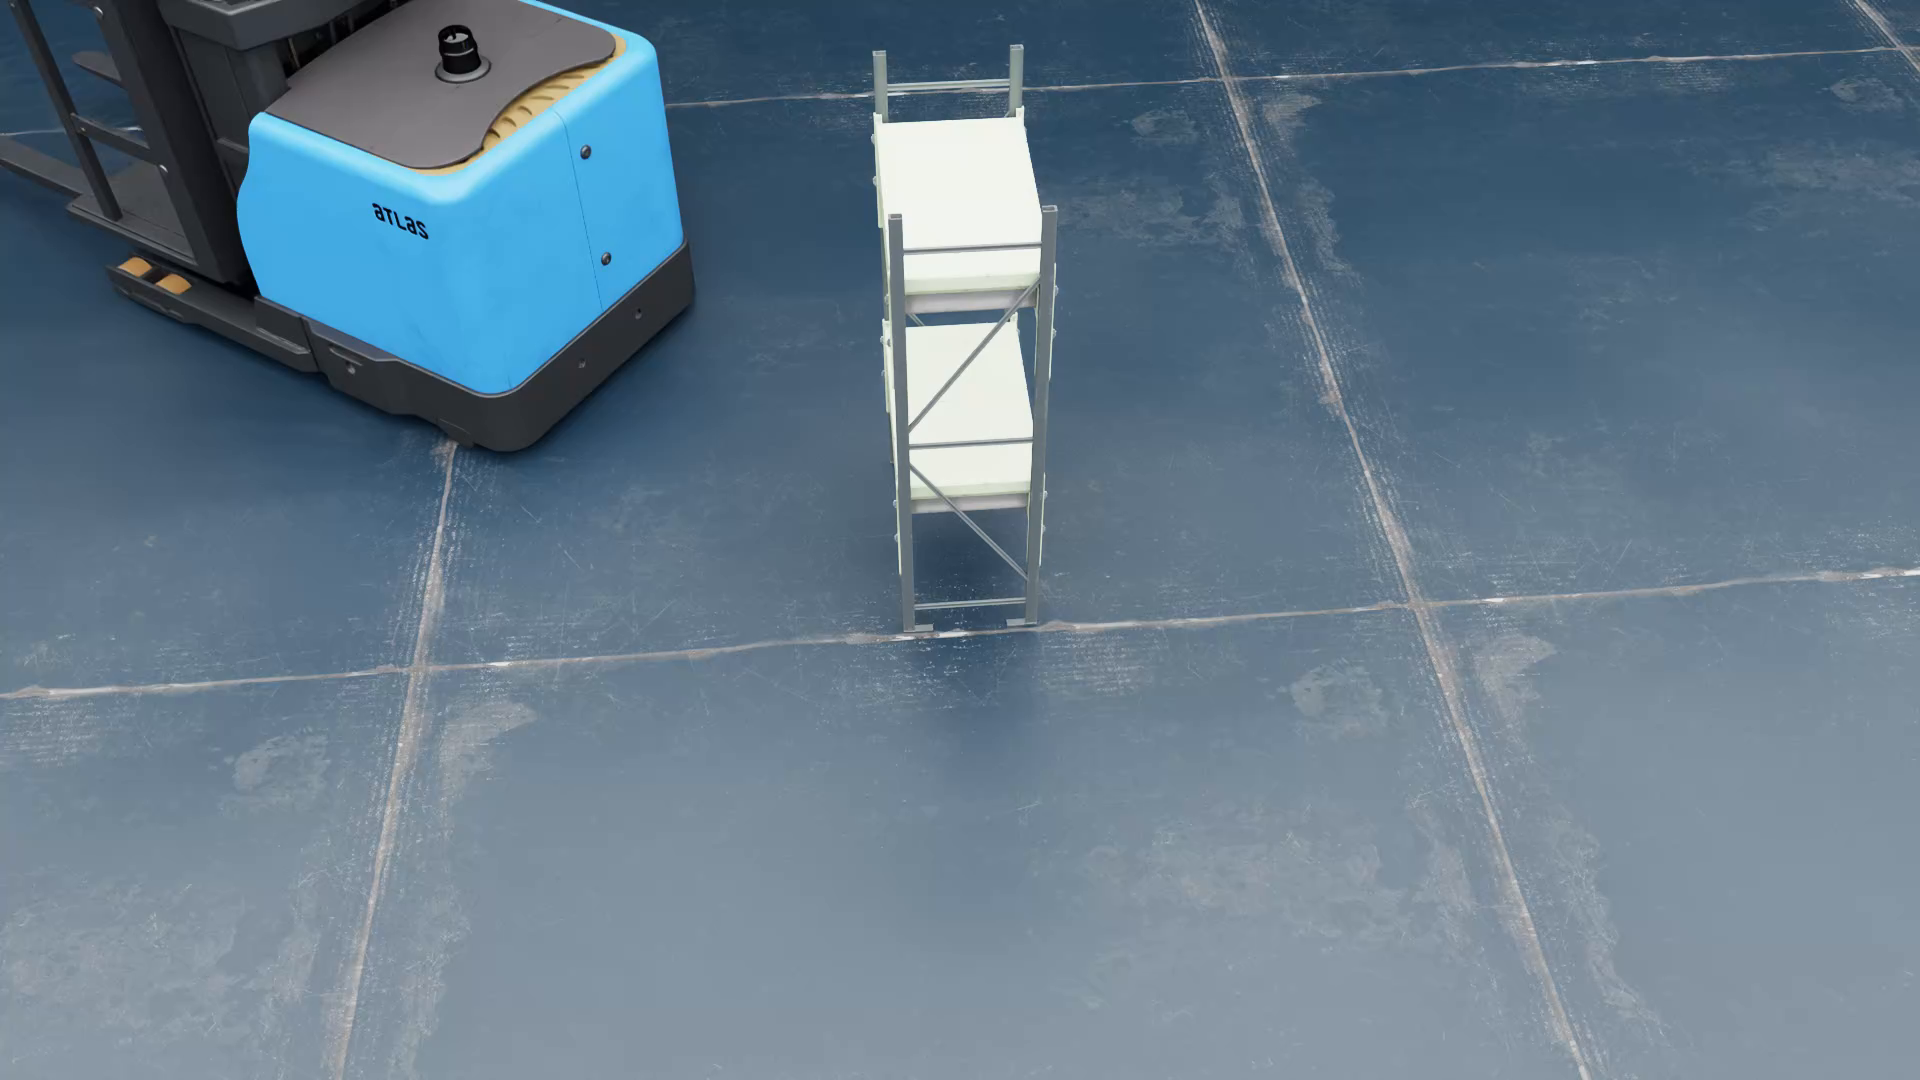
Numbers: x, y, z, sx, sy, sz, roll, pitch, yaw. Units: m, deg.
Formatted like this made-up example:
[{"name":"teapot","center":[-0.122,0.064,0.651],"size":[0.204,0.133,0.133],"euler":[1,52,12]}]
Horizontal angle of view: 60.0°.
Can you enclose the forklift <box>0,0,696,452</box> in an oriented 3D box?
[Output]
[{"name":"forklift","center":[-2.484,-2.103,5.223],"size":[3.031,2.935,1.130],"euler":[23,51,20]}]

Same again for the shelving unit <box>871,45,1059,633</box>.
[{"name":"shelving unit","center":[-0.001,-0.521,4.710],"size":[0.431,1.500,0.755],"euler":[-3,47,-3]}]

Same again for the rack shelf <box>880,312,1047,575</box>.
[{"name":"rack shelf","center":[-0.001,-0.296,4.947],"size":[0.431,0.370,0.720],"euler":[-3,47,-3]}]

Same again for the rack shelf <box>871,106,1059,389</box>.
[{"name":"rack shelf","center":[-0.001,-0.789,4.427],"size":[0.431,0.370,0.720],"euler":[-3,47,-3]}]

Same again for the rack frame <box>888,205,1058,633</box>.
[{"name":"rack frame","center":[0.030,-0.256,4.459],"size":[0.400,1.500,0.023],"euler":[-3,47,-3]}]

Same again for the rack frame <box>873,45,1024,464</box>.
[{"name":"rack frame","center":[-0.031,-0.785,4.961],"size":[0.400,1.500,0.023],"euler":[-3,47,-3]}]
